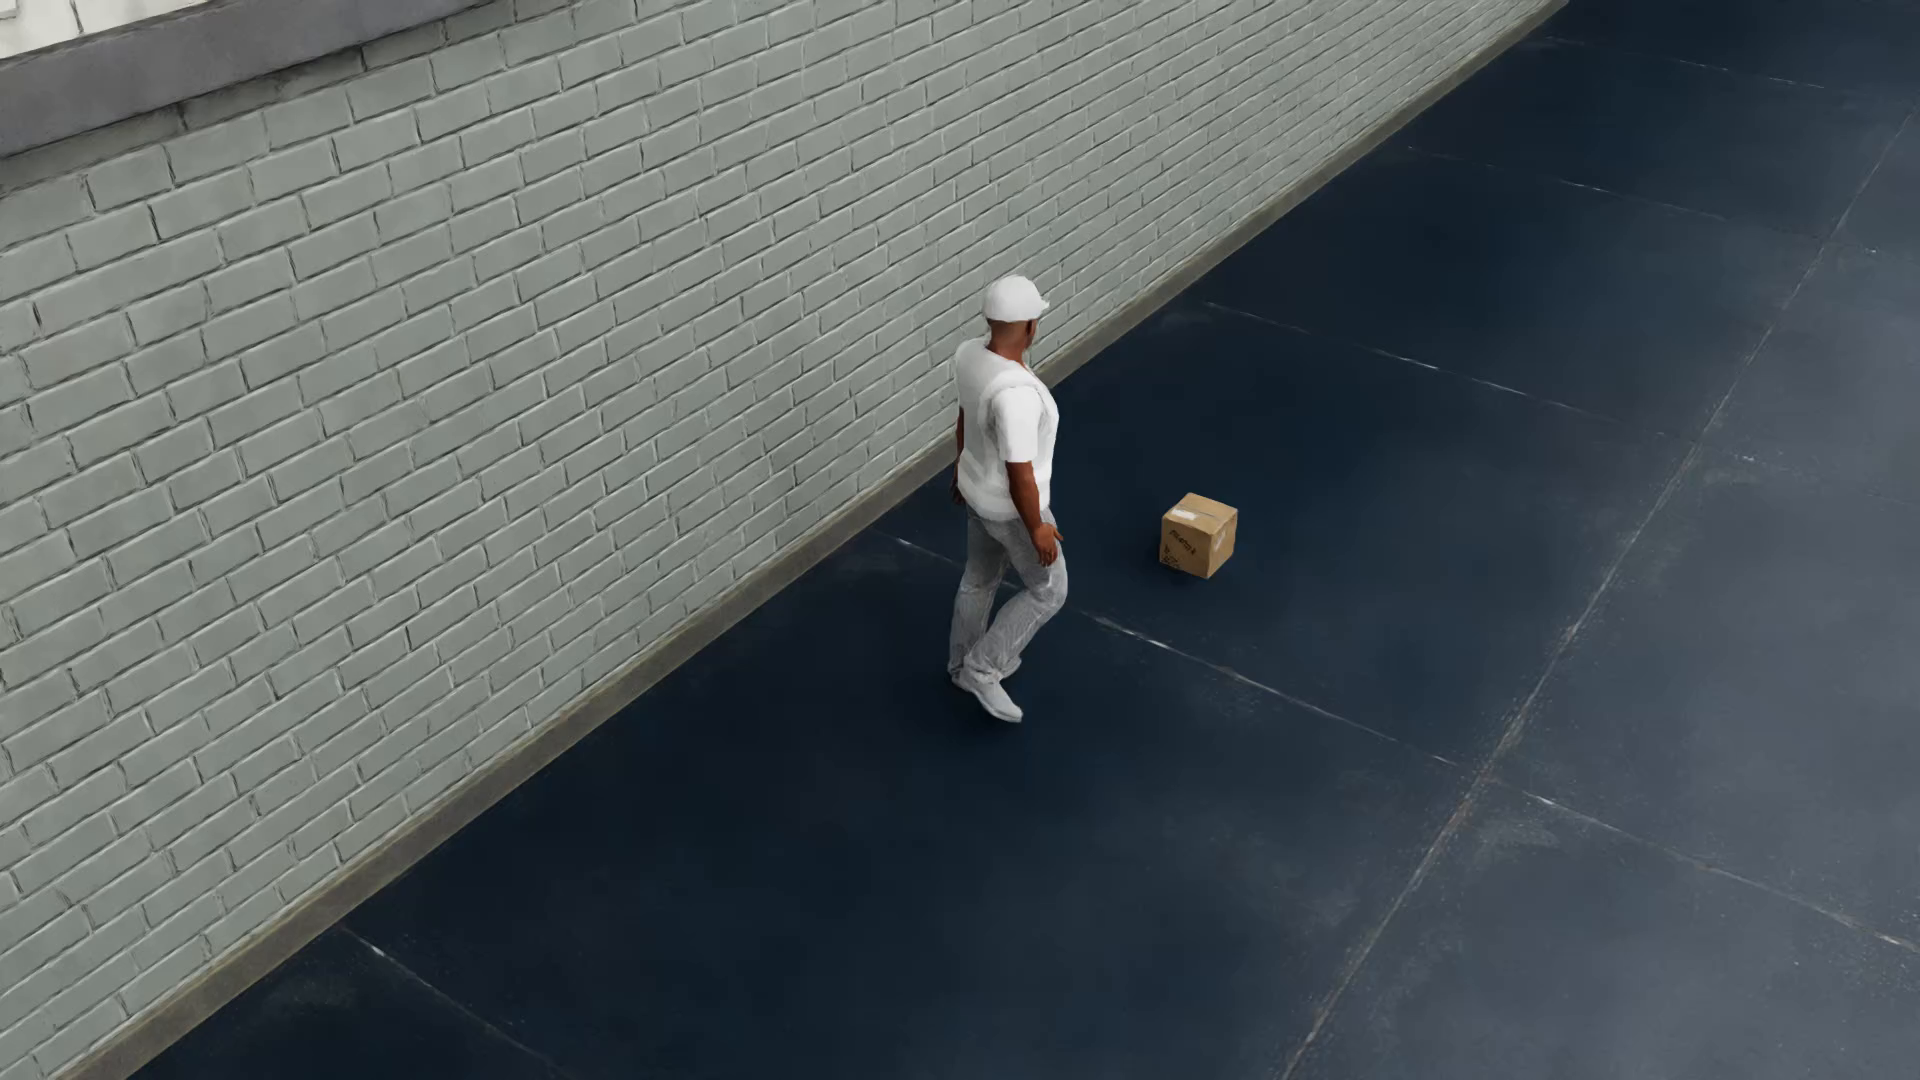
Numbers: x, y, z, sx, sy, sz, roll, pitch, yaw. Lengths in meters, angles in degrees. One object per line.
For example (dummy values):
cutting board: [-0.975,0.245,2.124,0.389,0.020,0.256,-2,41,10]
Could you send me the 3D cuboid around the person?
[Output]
person: [0.154,-0.158,6.317,0.453,1.759,0.690,-12,36,-16]
